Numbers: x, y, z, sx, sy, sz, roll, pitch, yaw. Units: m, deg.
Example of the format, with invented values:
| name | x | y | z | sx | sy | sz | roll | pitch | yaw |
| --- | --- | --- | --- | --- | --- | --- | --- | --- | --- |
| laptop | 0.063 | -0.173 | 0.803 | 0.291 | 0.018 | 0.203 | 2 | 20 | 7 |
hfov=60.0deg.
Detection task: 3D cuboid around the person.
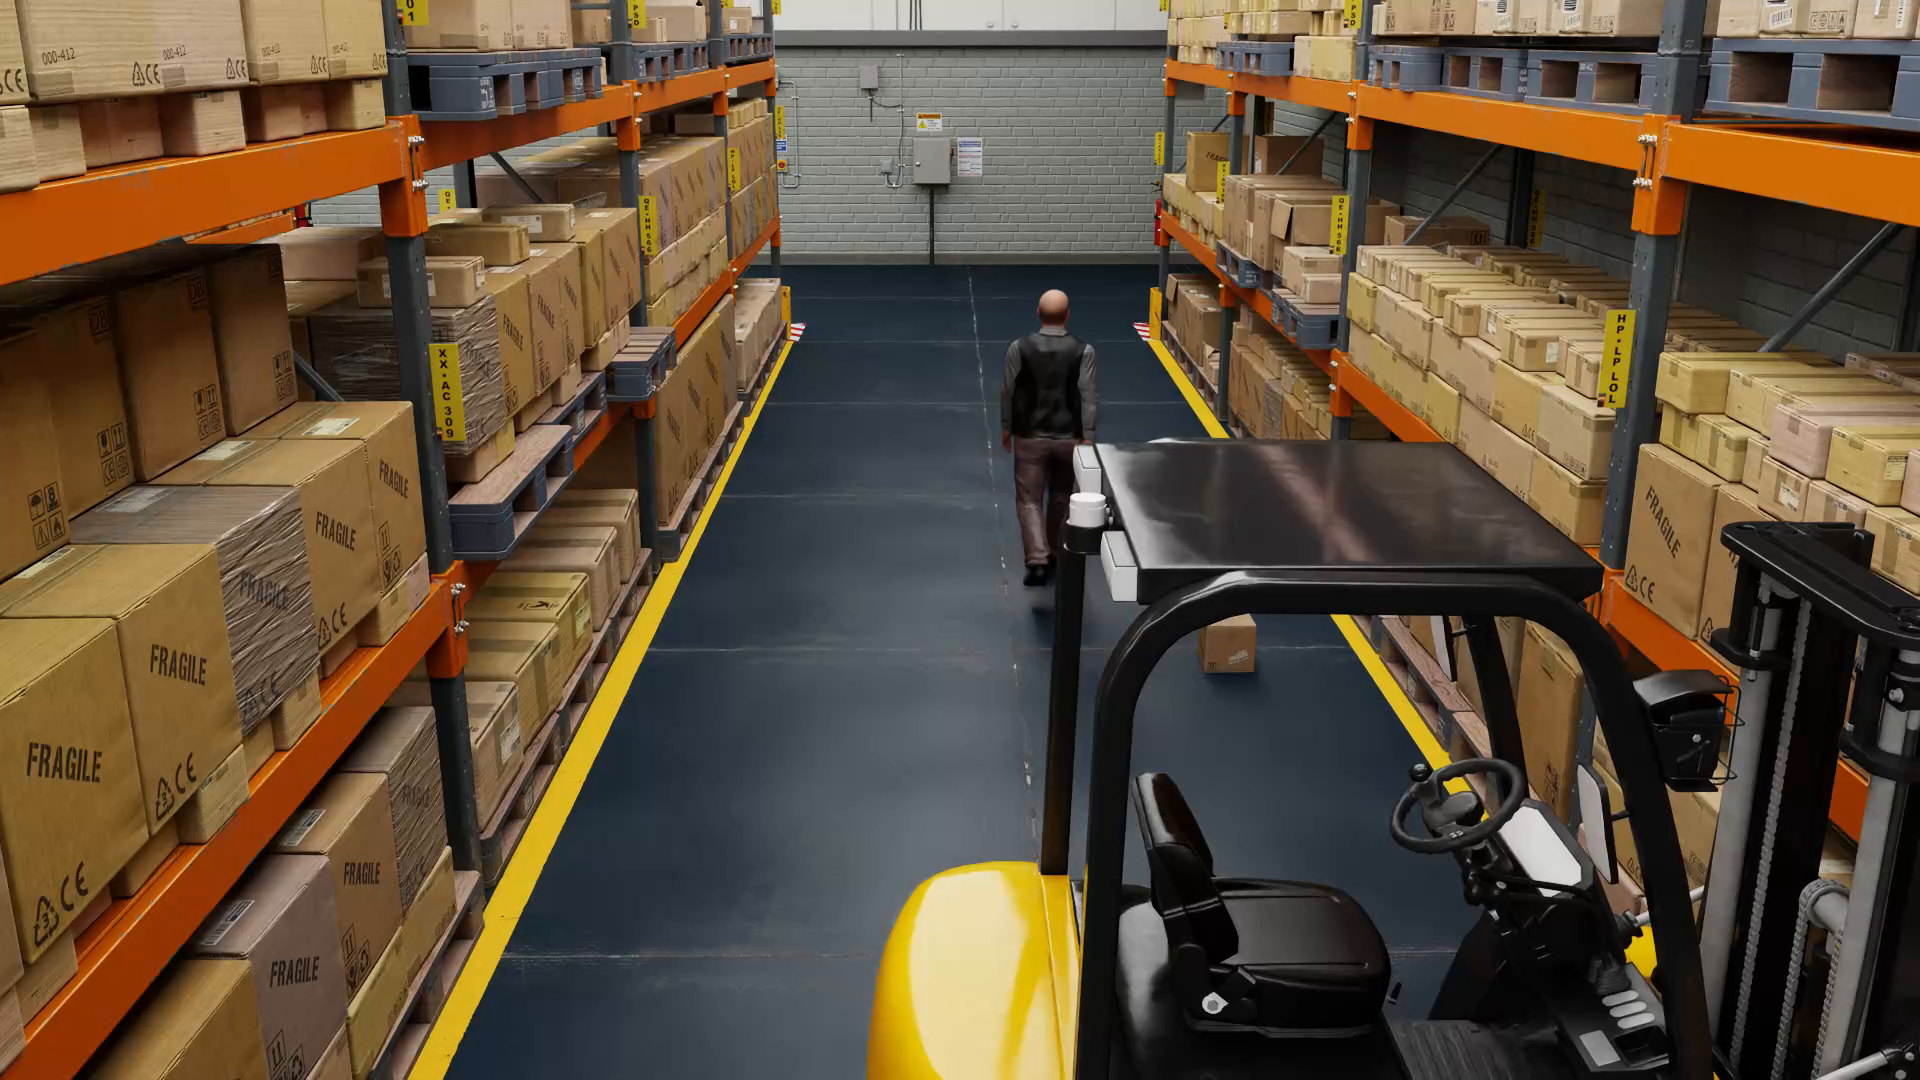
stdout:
| name | x | y | z | sx | sy | sz | roll | pitch | yaw |
| --- | --- | --- | --- | --- | --- | --- | --- | --- | --- |
| person | 0.507 | -0.580 | 9.486 | 0.543 | 1.677 | 1.020 | -1 | 17 | -4 |
